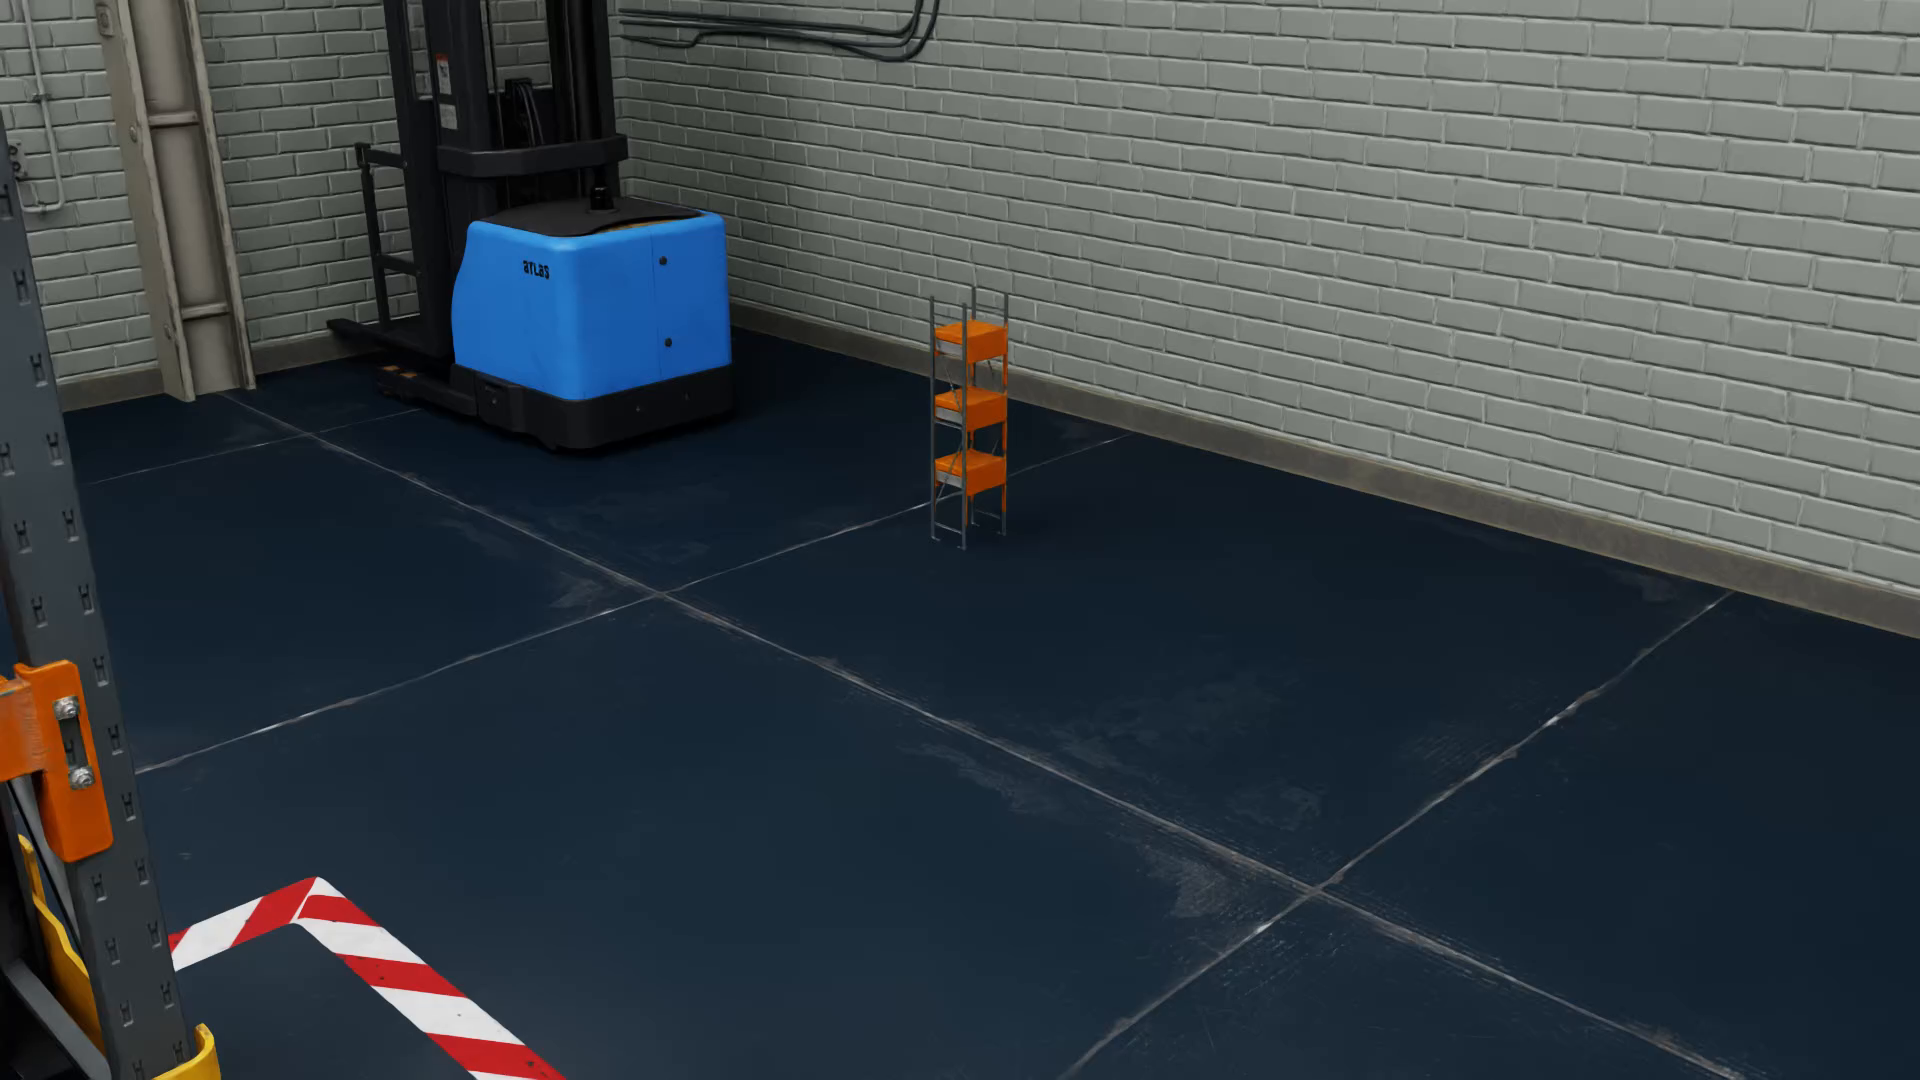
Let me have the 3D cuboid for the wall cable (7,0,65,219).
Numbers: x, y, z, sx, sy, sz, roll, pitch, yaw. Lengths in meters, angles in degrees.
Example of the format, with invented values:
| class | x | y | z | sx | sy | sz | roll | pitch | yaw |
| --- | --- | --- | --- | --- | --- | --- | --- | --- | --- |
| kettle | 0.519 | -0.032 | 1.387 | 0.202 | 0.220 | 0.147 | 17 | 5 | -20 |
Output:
| class | x | y | z | sx | sy | sz | roll | pitch | yaw |
| --- | --- | --- | --- | --- | --- | --- | --- | --- | --- |
| wall cable | -5.218 | -2.366 | 7.633 | 0.084 | 1.984 | 1.851 | 19 | 28 | 41 |

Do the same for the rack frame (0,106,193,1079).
| class | x | y | z | sx | sy | sz | roll | pitch | yaw |
| --- | --- | --- | --- | --- | --- | --- | --- | --- | --- |
| rack frame | -1.882 | -0.087 | 3.120 | 1.000 | 3.000 | 0.127 | 19 | 28 | 41 |

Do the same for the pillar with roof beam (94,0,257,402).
| class | x | y | z | sx | sy | sz | roll | pitch | yaw |
| --- | --- | --- | --- | --- | --- | --- | --- | --- | --- |
| pillar with roof beam | -1.085 | -3.959 | 4.833 | 9.100 | 9.000 | 0.400 | 19 | 28 | 41 |

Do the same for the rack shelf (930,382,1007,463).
| class | x | y | z | sx | sy | sz | roll | pitch | yaw |
| --- | --- | --- | --- | --- | --- | --- | --- | --- | --- |
| rack shelf | 0.037 | -0.494 | 6.926 | 0.215 | 0.259 | 0.240 | 19 | 28 | 41 |

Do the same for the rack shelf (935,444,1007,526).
| class | x | y | z | sx | sy | sz | roll | pitch | yaw |
| --- | --- | --- | --- | --- | --- | --- | --- | --- | --- |
| rack shelf | 0.037 | -0.234 | 7.026 | 0.215 | 0.259 | 0.240 | 19 | 28 | 41 |

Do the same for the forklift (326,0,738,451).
| class | x | y | z | sx | sy | sz | roll | pitch | yaw |
| --- | --- | --- | --- | --- | --- | --- | --- | --- | --- |
| forklift | -2.584 | -2.233 | 8.798 | 3.031 | 2.935 | 1.130 | 18 | 28 | 40 |

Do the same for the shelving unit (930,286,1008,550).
| class | x | y | z | sx | sy | sz | roll | pitch | yaw |
| --- | --- | --- | --- | --- | --- | --- | --- | --- | --- |
| shelving unit | 0.037 | -0.504 | 6.922 | 0.215 | 1.050 | 0.252 | 19 | 28 | 41 |

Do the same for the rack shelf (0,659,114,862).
| class | x | y | z | sx | sy | sz | roll | pitch | yaw |
| --- | --- | --- | --- | --- | --- | --- | --- | --- | --- |
| rack shelf | -3.277 | 0.763 | 1.911 | 1.077 | 0.370 | 4.000 | 19 | 28 | 41 |

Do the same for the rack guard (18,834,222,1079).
| class | x | y | z | sx | sy | sz | roll | pitch | yaw |
| --- | --- | --- | --- | --- | --- | --- | --- | --- | --- |
| rack guard | -1.935 | 1.099 | 3.518 | 1.175 | 0.500 | 0.348 | 19 | 28 | 41 |

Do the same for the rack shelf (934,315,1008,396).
| class | x | y | z | sx | sy | sz | roll | pitch | yaw |
| --- | --- | --- | --- | --- | --- | --- | --- | --- | --- |
| rack shelf | 0.037 | -0.759 | 6.824 | 0.215 | 0.259 | 0.240 | 19 | 28 | 41 |

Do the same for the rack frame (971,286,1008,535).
| class | x | y | z | sx | sy | sz | roll | pitch | yaw |
| --- | --- | --- | --- | --- | --- | --- | --- | --- | --- |
| rack frame | 0.122 | -0.535 | 7.004 | 0.200 | 1.050 | 0.008 | 19 | 28 | 41 |

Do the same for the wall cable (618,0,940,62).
| class | x | y | z | sx | sy | sz | roll | pitch | yaw |
| --- | --- | --- | --- | --- | --- | --- | --- | --- | --- |
| wall cable | -1.232 | -4.041 | 9.374 | 3.097 | 2.526 | 0.112 | 19 | 28 | 41 |

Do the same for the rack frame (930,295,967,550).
| class | x | y | z | sx | sy | sz | roll | pitch | yaw |
| --- | --- | --- | --- | --- | --- | --- | --- | --- | --- |
| rack frame | -0.048 | -0.472 | 6.840 | 0.200 | 1.050 | 0.008 | 19 | 28 | 41 |
